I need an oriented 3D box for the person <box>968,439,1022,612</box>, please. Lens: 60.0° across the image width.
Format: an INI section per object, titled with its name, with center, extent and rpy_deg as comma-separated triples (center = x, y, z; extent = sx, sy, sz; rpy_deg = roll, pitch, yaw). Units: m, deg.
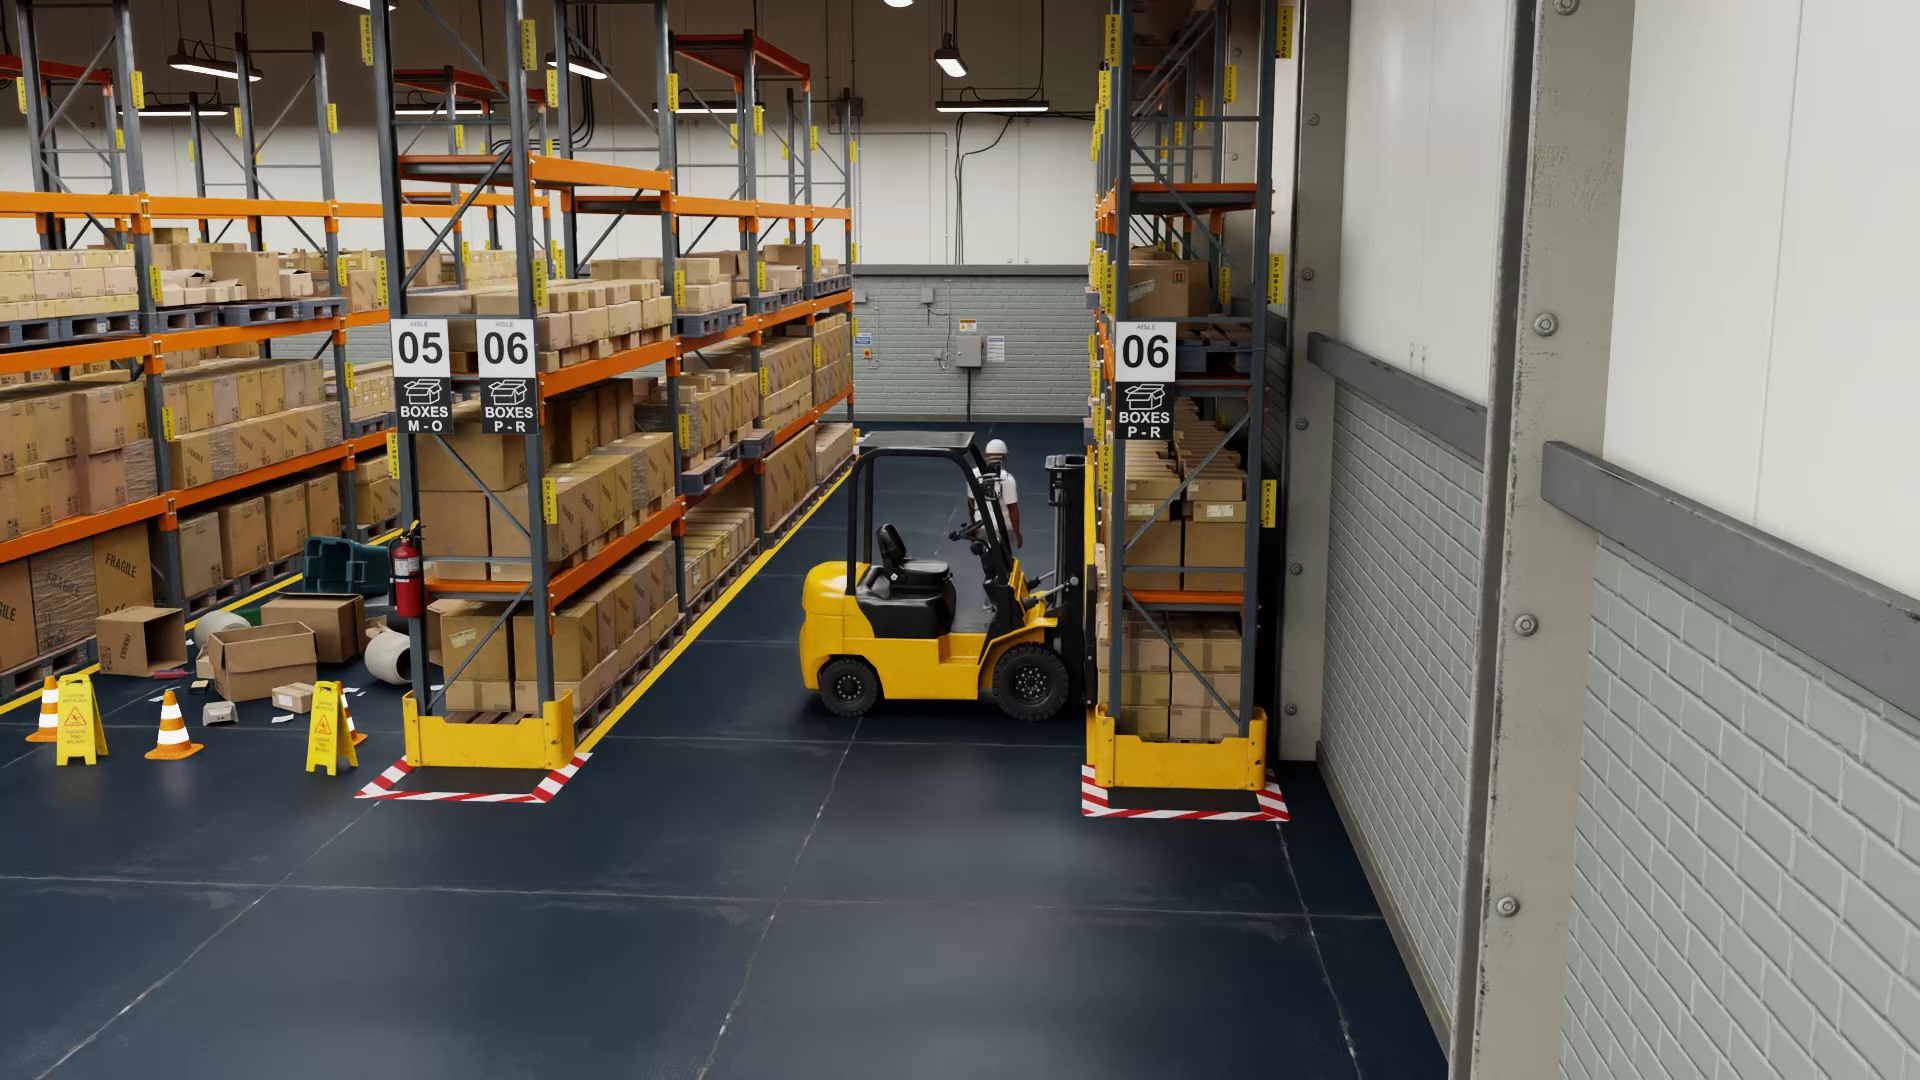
[person]
center = 0.393, -0.124, 16.510
extent = 0.585, 1.778, 0.585
rpy_deg = 9, 14, 39
